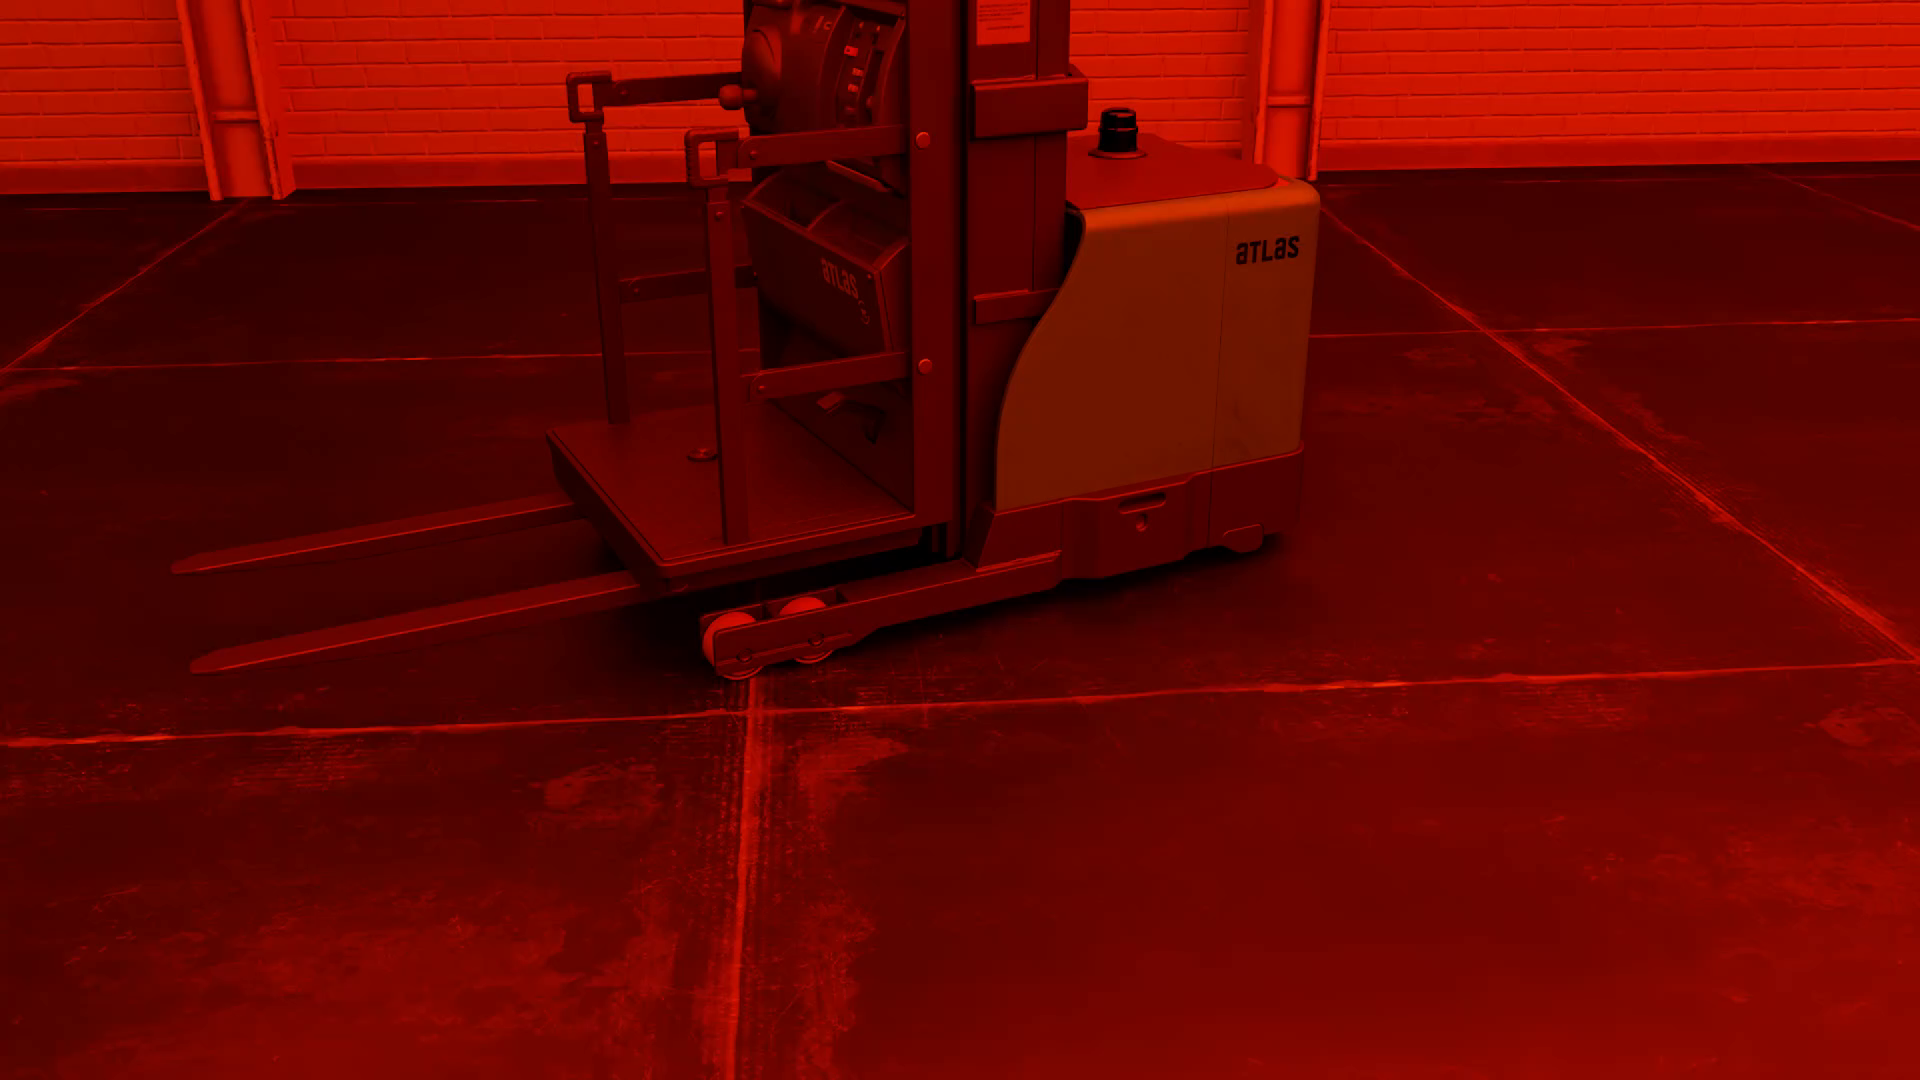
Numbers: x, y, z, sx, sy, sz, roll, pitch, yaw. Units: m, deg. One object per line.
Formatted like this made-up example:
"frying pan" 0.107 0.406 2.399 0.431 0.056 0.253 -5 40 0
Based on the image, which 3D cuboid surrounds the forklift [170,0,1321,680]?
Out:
"forklift" -0.541 -1.232 4.160 3.031 2.935 1.130 -12 26 -25
